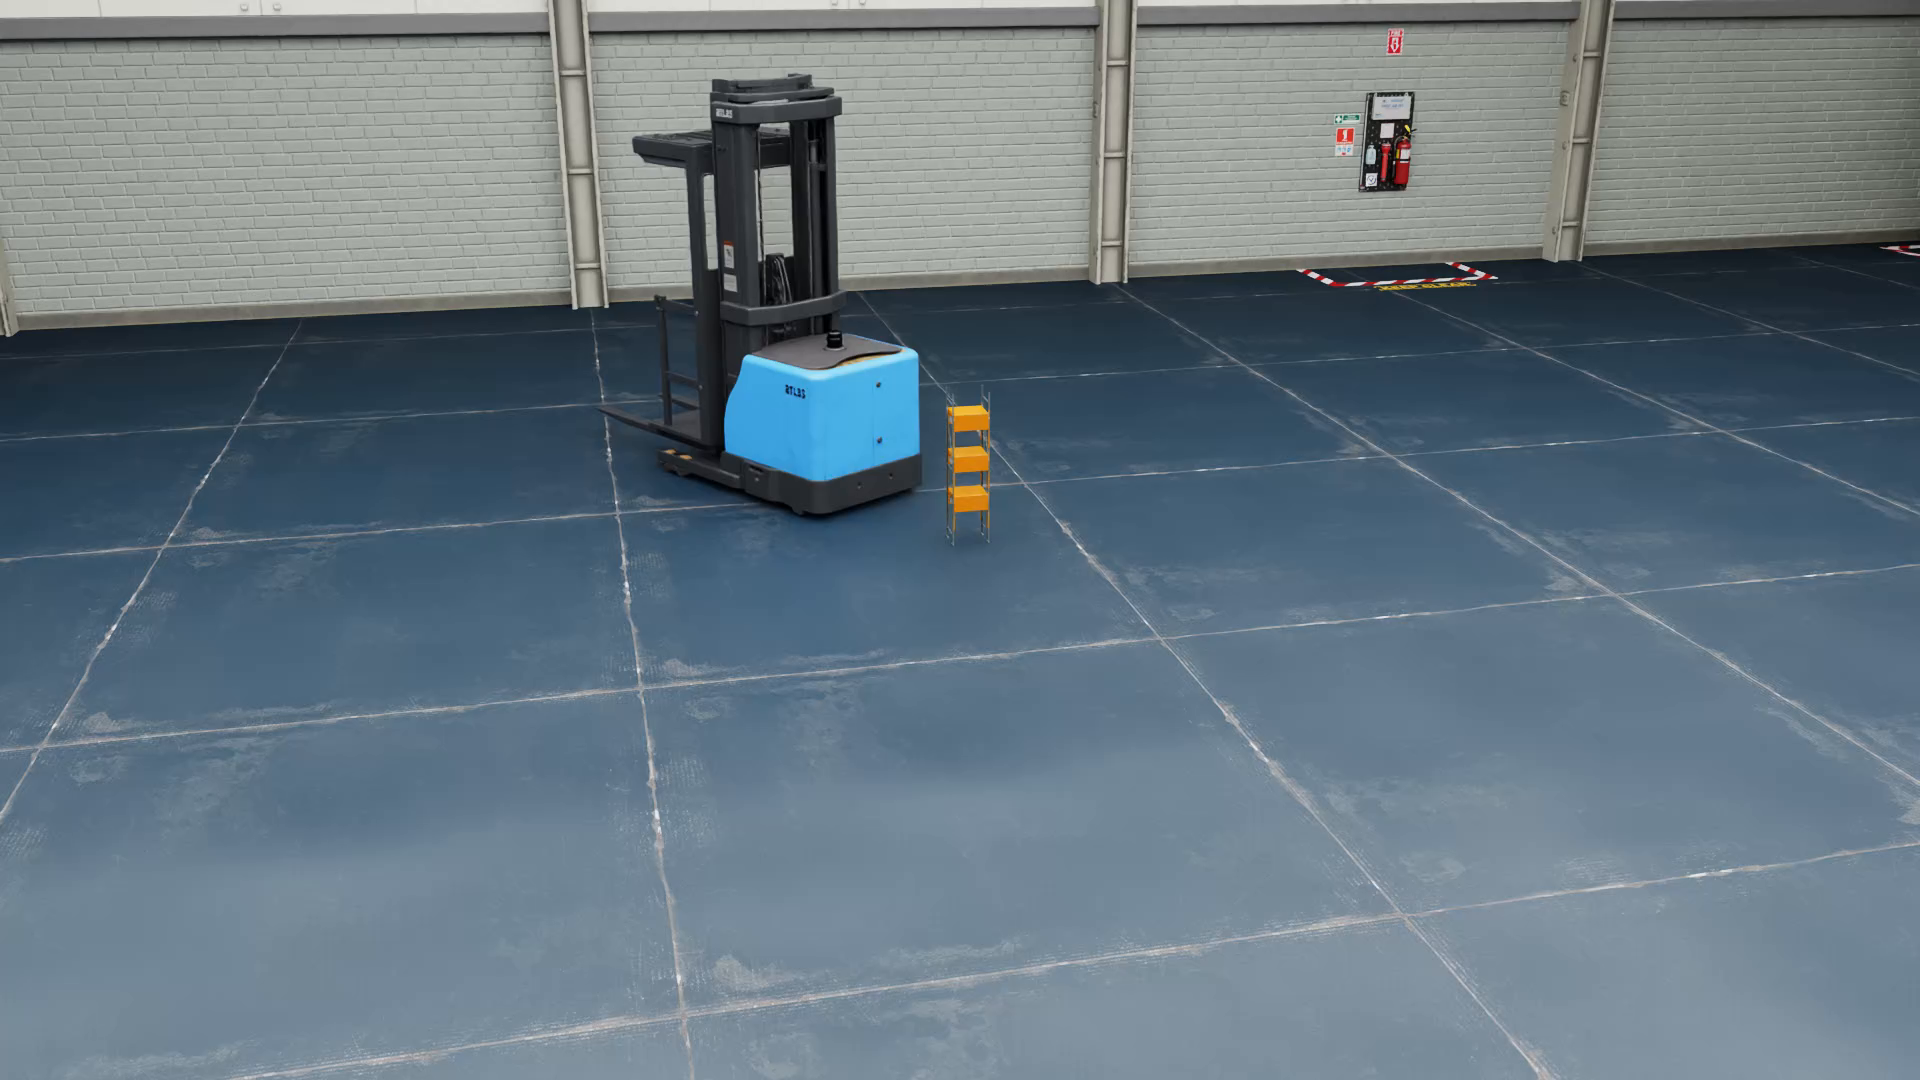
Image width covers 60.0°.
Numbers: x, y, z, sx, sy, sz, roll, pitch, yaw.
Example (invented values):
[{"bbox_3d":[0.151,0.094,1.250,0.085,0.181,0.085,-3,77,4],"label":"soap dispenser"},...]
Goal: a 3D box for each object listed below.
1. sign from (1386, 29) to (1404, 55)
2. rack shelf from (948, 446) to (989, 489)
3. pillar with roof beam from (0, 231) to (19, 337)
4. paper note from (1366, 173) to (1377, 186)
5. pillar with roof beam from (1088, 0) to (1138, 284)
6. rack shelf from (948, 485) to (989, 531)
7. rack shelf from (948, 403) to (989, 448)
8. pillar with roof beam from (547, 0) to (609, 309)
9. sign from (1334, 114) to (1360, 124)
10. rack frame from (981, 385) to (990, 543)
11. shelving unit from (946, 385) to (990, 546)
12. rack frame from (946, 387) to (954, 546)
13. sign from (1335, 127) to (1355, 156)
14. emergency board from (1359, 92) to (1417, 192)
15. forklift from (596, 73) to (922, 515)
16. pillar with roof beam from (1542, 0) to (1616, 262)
[{"bbox_3d":[5.145,-5.891,19.664,0.199,0.298,0.001,-5,21,-12],"label":"sign"},{"bbox_3d":[0.052,-0.487,11.149,0.240,0.259,0.215,-5,21,-12],"label":"rack shelf"},{"bbox_3d":[-8.937,-4.903,11.618,0.400,9.000,9.100,-5,21,-12],"label":"pillar with roof beam"},{"bbox_3d":[4.988,-4.365,20.150,0.142,0.148,0.016,-5,21,-12],"label":"paper note"},{"bbox_3d":[2.741,-5.853,14.211,0.400,9.000,9.100,-5,21,-12],"label":"pillar with roof beam"},{"bbox_3d":[0.052,-0.226,11.245,0.240,0.259,0.215,-5,21,-12],"label":"rack shelf"},{"bbox_3d":[0.052,-0.754,11.052,0.240,0.259,0.215,-5,21,-12],"label":"rack shelf"},{"bbox_3d":[-3.098,-5.378,12.914,0.400,9.000,9.100,-5,21,-12],"label":"pillar with roof beam"},{"bbox_3d":[4.621,-5.023,19.844,0.331,0.109,0.001,-5,21,-12],"label":"sign"},{"bbox_3d":[0.171,-0.507,11.172,0.008,1.050,0.200,-5,21,-12],"label":"rack frame"},{"bbox_3d":[0.052,-0.497,11.146,0.252,1.050,0.215,-5,21,-12],"label":"shelving unit"},{"bbox_3d":[-0.067,-0.488,11.119,0.008,1.050,0.200,-5,21,-12],"label":"rack frame"},{"bbox_3d":[4.614,-4.777,19.942,0.234,0.329,0.001,-5,21,-12],"label":"sign"},{"bbox_3d":[5.176,-4.769,19.974,0.643,1.169,0.194,-5,21,-12],"label":"emergency board"},{"bbox_3d":[-1.681,-1.968,12.427,3.031,2.935,1.130,19,27,41],"label":"forklift"},{"bbox_3d":[8.580,-6.328,15.507,0.400,9.000,9.100,-5,21,-12],"label":"pillar with roof beam"}]
